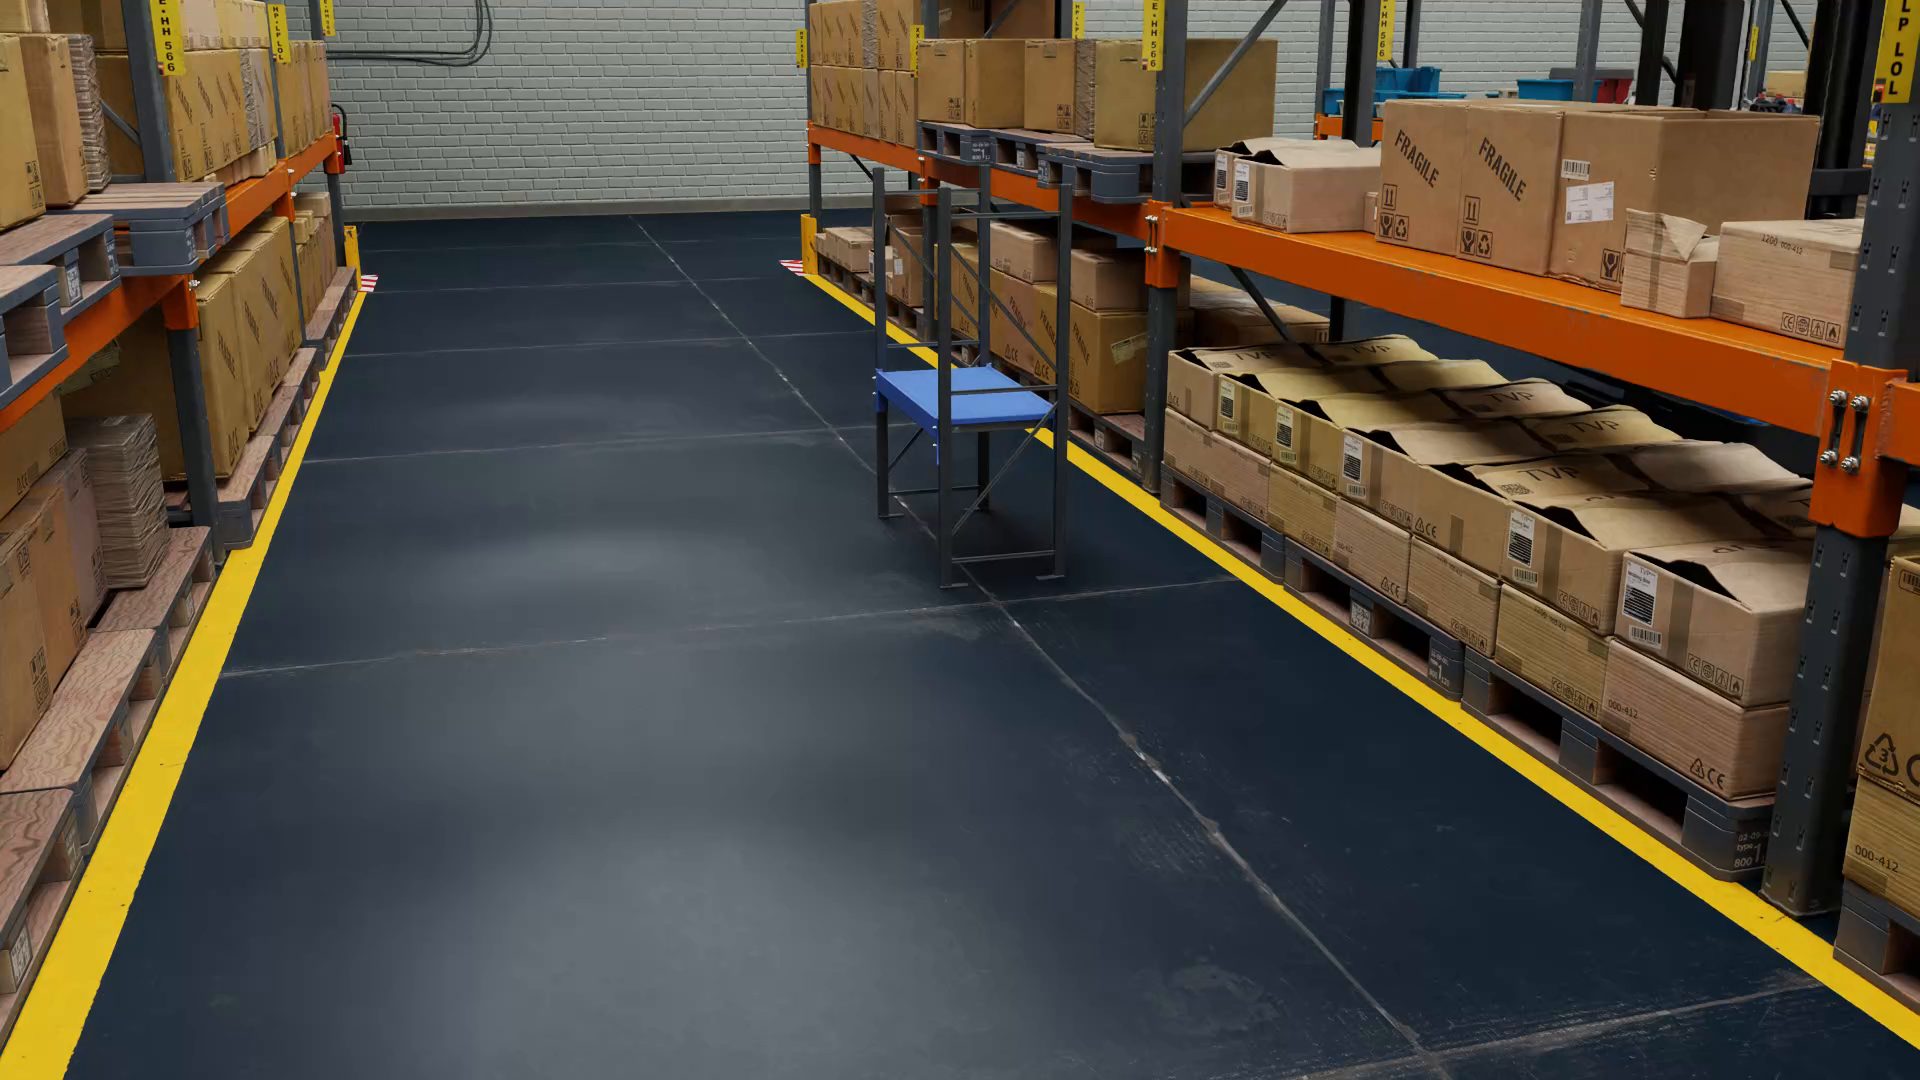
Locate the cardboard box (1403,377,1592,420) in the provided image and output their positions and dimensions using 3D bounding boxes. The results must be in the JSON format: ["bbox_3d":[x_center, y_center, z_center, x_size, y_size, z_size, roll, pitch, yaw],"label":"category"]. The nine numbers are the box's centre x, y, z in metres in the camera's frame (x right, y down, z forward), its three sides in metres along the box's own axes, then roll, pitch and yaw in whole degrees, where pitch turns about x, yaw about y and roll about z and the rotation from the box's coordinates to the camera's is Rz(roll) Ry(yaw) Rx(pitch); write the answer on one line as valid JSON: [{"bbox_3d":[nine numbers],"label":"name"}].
[{"bbox_3d":[2.011,-0.440,6.277,0.500,0.311,0.500,-5,17,-16],"label":"cardboard box"}]

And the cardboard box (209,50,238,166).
[{"bbox_3d":[-3.575,-1.940,7.471,0.500,0.500,0.500,-5,17,-16],"label":"cardboard box"}]

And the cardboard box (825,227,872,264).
[{"bbox_3d":[-0.839,-2.491,14.045,0.500,0.250,0.500,-5,17,-15],"label":"cardboard box"}]

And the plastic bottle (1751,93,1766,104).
[{"bbox_3d":[5.577,-2.940,11.613,0.144,0.351,0.185,-5,17,-15],"label":"plastic bottle"}]

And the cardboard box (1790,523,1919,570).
[{"bbox_3d":[2.570,0.124,4.399,0.500,0.311,0.500,-5,17,-15],"label":"cardboard box"}]

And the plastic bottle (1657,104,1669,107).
[{"bbox_3d":[4.871,-2.874,11.520,0.152,0.276,0.135,-5,17,-15],"label":"plastic bottle"}]

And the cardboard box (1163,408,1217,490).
[{"bbox_3d":[1.207,-0.412,7.158,0.500,0.250,0.500,-5,17,-15],"label":"cardboard box"}]

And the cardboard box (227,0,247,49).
[{"bbox_3d":[-3.870,-2.576,8.285,0.500,0.250,0.500,-4,17,-14],"label":"cardboard box"}]

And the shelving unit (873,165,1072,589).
[{"bbox_3d":[0.023,-0.695,6.658,0.538,1.500,1.048,-5,17,-15],"label":"shelving unit"}]

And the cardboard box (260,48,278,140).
[{"bbox_3d":[-4.147,-2.501,9.340,0.500,0.500,0.500,-5,17,-16],"label":"cardboard box"}]

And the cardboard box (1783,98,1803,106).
[{"bbox_3d":[8.525,-4.375,16.739,0.380,0.149,0.250,-5,17,-16],"label":"cardboard box"}]

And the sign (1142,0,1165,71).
[{"bbox_3d":[0.826,-2.166,7.075,0.100,0.325,0.005,-5,17,-15],"label":"sign"}]

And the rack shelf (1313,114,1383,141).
[{"bbox_3d":[4.460,-3.401,14.311,1.077,0.370,4.000,-5,17,-15],"label":"rack shelf"}]

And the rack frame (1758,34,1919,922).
[{"bbox_3d":[2.444,-0.589,3.699,1.000,3.000,0.127,-5,17,-15],"label":"rack frame"}]

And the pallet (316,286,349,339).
[{"bbox_3d":[-4.989,-1.628,12.006,1.003,0.211,1.213,-5,17,-15],"label":"pallet"}]

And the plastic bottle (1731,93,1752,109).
[{"bbox_3d":[5.438,-2.929,11.575,0.144,0.351,0.185,-5,17,-15],"label":"plastic bottle"}]

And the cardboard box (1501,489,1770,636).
[{"bbox_3d":[1.908,0.025,4.728,0.500,0.311,0.500,-4,17,-14],"label":"cardboard box"}]

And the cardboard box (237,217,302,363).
[{"bbox_3d":[-4.213,-1.411,9.443,0.750,0.750,0.750,-4,17,-15],"label":"cardboard box"}]

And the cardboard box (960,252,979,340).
[{"bbox_3d":[0.302,-1.516,10.364,0.500,0.500,0.500,-4,17,-14],"label":"cardboard box"}]

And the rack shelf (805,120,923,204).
[{"bbox_3d":[-0.304,-3.011,13.011,1.077,0.370,4.000,-5,17,-15],"label":"rack shelf"}]

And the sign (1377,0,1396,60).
[{"bbox_3d":[1.878,-2.295,7.365,0.100,0.325,0.005,-5,17,-15],"label":"sign"}]

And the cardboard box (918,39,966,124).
[{"bbox_3d":[0.161,-2.902,10.496,0.700,0.500,0.500,-12,20,-34],"label":"cardboard box"}]

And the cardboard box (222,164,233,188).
[{"bbox_3d":[-3.782,-1.798,8.126,0.380,0.149,0.250,-4,17,-14],"label":"cardboard box"}]

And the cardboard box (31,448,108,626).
[{"bbox_3d":[-3.139,0.030,5.217,0.700,0.500,0.500,-5,17,-15],"label":"cardboard box"}]

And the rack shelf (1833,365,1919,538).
[{"bbox_3d":[2.994,0.309,1.961,1.077,0.370,4.000,-5,17,-15],"label":"rack shelf"}]

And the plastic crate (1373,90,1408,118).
[{"bbox_3d":[3.842,-3.971,15.144,0.416,0.233,0.300,-5,17,-15],"label":"plastic crate"}]

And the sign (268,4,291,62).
[{"bbox_3d":[-3.997,-2.971,9.755,0.100,0.325,0.005,-5,17,-15],"label":"sign"}]

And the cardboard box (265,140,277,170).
[{"bbox_3d":[-4.059,-2.159,9.329,0.380,0.149,0.250,-4,17,-14],"label":"cardboard box"}]

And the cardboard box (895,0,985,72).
[{"bbox_3d":[-0.142,-3.448,11.305,0.500,0.500,0.500,-5,17,-15],"label":"cardboard box"}]

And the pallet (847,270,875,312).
[{"bbox_3d":[-0.281,-1.994,13.225,1.003,0.211,1.213,-5,17,-15],"label":"pallet"}]

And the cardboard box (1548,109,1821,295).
[{"bbox_3d":[2.104,-0.996,4.881,0.500,0.500,0.500,-3,17,-11],"label":"cardboard box"}]

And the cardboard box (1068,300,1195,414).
[{"bbox_3d":[0.862,-0.949,8.478,0.500,0.500,0.500,-4,17,-13],"label":"cardboard box"}]

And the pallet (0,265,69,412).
[{"bbox_3d":[-2.388,-0.327,3.161,1.003,0.211,1.213,-5,17,-15],"label":"pallet"}]

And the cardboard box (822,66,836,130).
[{"bbox_3d":[-0.838,-3.670,13.783,0.500,0.500,0.500,-5,17,-16],"label":"cardboard box"}]

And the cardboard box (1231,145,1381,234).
[{"bbox_3d":[1.405,-1.390,6.520,0.500,0.311,0.500,-5,17,-16],"label":"cardboard box"}]

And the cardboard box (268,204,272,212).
[{"bbox_3d":[-5.345,-2.454,12.395,0.380,0.149,0.250,-5,17,-15],"label":"cardboard box"}]

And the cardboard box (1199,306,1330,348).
[{"bbox_3d":[1.495,-0.857,8.173,0.500,0.500,0.500,-4,17,-13],"label":"cardboard box"}]

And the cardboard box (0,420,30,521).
[{"bbox_3d":[-2.926,-0.176,4.600,0.500,0.250,0.500,-5,17,-16],"label":"cardboard box"}]

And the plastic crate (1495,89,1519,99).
[{"bbox_3d":[4.767,-3.601,13.829,0.437,0.282,0.530,-5,17,-15],"label":"plastic crate"}]

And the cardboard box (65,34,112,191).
[{"bbox_3d":[-3.278,-1.432,5.567,0.700,0.500,0.500,-7,18,-22],"label":"cardboard box"}]

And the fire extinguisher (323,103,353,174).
[{"bbox_3d":[-5.213,-3.378,13.767,0.296,0.674,0.183,-5,17,-15],"label":"fire extinguisher"}]

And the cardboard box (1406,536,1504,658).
[{"bbox_3d":[1.773,0.153,5.277,0.500,0.250,0.500,-4,17,-14],"label":"cardboard box"}]

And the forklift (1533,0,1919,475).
[{"bbox_3d":[3.942,-2.078,8.776,1.130,2.935,3.031,-2,17,-7],"label":"forklift"}]

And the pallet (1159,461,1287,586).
[{"bbox_3d":[1.534,-0.129,7.015,1.003,0.211,1.213,-5,17,-15],"label":"pallet"}]

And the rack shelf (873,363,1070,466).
[{"bbox_3d":[0.023,-0.522,6.710,0.538,0.185,1.000,-5,17,-15],"label":"rack shelf"}]

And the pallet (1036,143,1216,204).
[{"bbox_3d":[1.091,-1.785,8.015,1.213,0.211,1.003,-5,17,-15],"label":"pallet"}]

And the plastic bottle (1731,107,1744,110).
[{"bbox_3d":[5.171,-2.731,11.045,0.152,0.276,0.135,-5,17,-15],"label":"plastic bottle"}]

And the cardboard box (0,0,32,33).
[{"bbox_3d":[-3.191,-1.691,5.302,0.380,0.149,0.250,-8,18,-24],"label":"cardboard box"}]

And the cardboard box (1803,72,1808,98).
[{"bbox_3d":[8.694,-4.464,16.342,0.500,0.250,0.500,-5,17,-16],"label":"cardboard box"}]

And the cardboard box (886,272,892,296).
[{"bbox_3d":[-0.344,-1.881,12.192,0.380,0.149,0.250,-5,17,-15],"label":"cardboard box"}]

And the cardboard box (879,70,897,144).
[{"bbox_3d":[-0.281,-3.110,11.918,0.500,0.500,0.500,-4,17,-14],"label":"cardboard box"}]

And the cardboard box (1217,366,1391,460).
[{"bbox_3d":[1.359,-0.536,6.596,0.500,0.311,0.500,-5,17,-17],"label":"cardboard box"}]

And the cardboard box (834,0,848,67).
[{"bbox_3d":[-0.701,-4.009,13.171,0.500,0.500,0.500,-4,17,-14],"label":"cardboard box"}]

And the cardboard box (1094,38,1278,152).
[{"bbox_3d":[1.064,-2.110,7.858,0.700,0.500,0.500,-12,20,-34],"label":"cardboard box"}]

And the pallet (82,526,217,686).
[{"bbox_3d":[-3.204,0.249,5.756,1.003,0.211,1.213,-5,17,-15],"label":"pallet"}]

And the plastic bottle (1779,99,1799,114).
[{"bbox_3d":[5.182,-2.592,10.453,0.144,0.351,0.185,-5,17,-15],"label":"plastic bottle"}]

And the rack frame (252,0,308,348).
[{"bbox_3d":[-4.516,-2.409,9.758,1.000,3.000,0.127,-5,17,-15],"label":"rack frame"}]

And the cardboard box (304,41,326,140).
[{"bbox_3d":[-5.255,-3.319,12.265,0.980,0.700,0.700,-5,17,-16],"label":"cardboard box"}]

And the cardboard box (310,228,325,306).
[{"bbox_3d":[-4.897,-1.909,11.710,0.700,0.500,0.500,-4,17,-14],"label":"cardboard box"}]

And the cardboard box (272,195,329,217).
[{"bbox_3d":[-5.045,-2.553,12.724,0.380,0.149,0.250,-4,17,-14],"label":"cardboard box"}]
